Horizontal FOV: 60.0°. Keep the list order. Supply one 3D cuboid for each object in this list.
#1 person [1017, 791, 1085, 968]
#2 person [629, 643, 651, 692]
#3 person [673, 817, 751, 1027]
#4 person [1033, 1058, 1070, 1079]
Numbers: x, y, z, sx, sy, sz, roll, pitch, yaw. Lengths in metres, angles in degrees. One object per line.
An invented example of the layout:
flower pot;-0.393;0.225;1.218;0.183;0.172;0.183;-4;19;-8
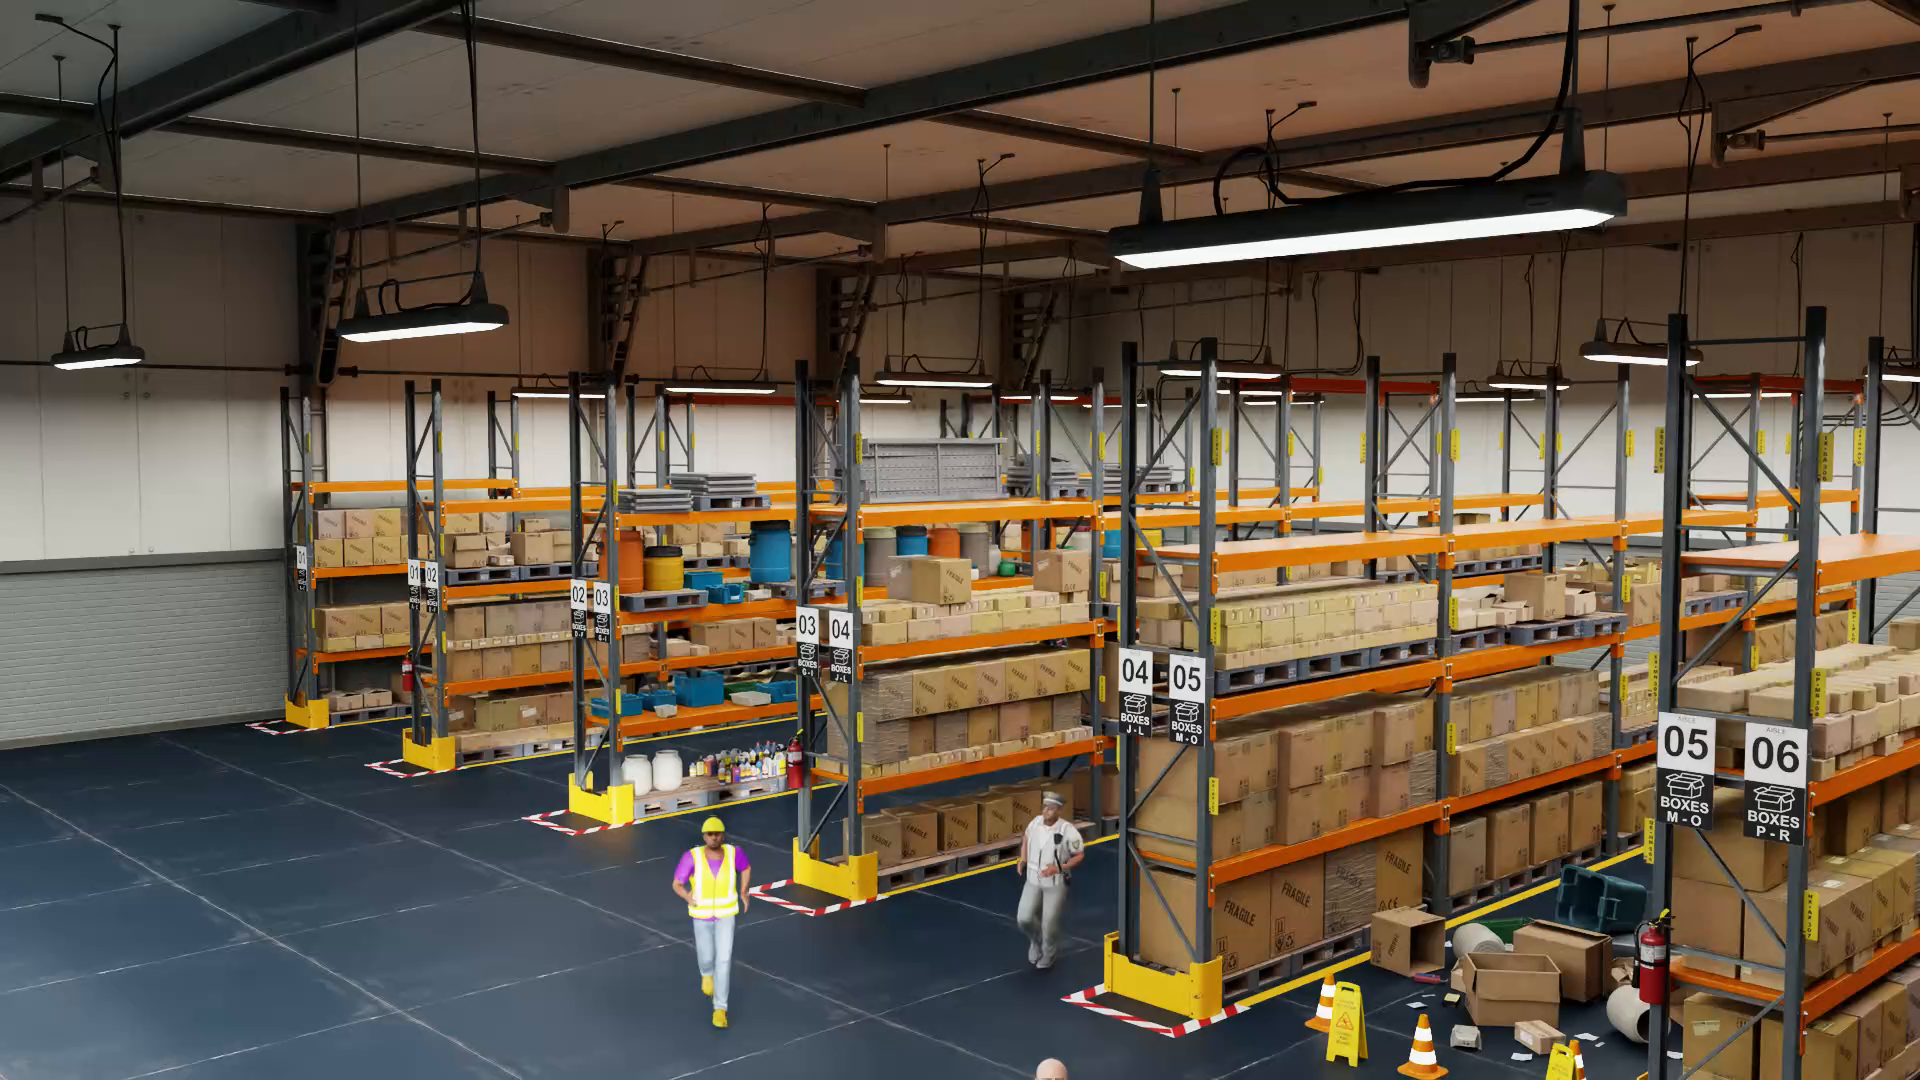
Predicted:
person;0.850;3.266;15.985;0.699;1.745;0.521;2;4;29
person;-5.975;2.381;30.911;0.615;1.655;0.914;3;5;43
person;-2.190;3.318;14.725;0.695;1.744;0.992;-1;4;-9
person;0.487;3.695;8.974;0.694;1.823;0.876;0;4;0
